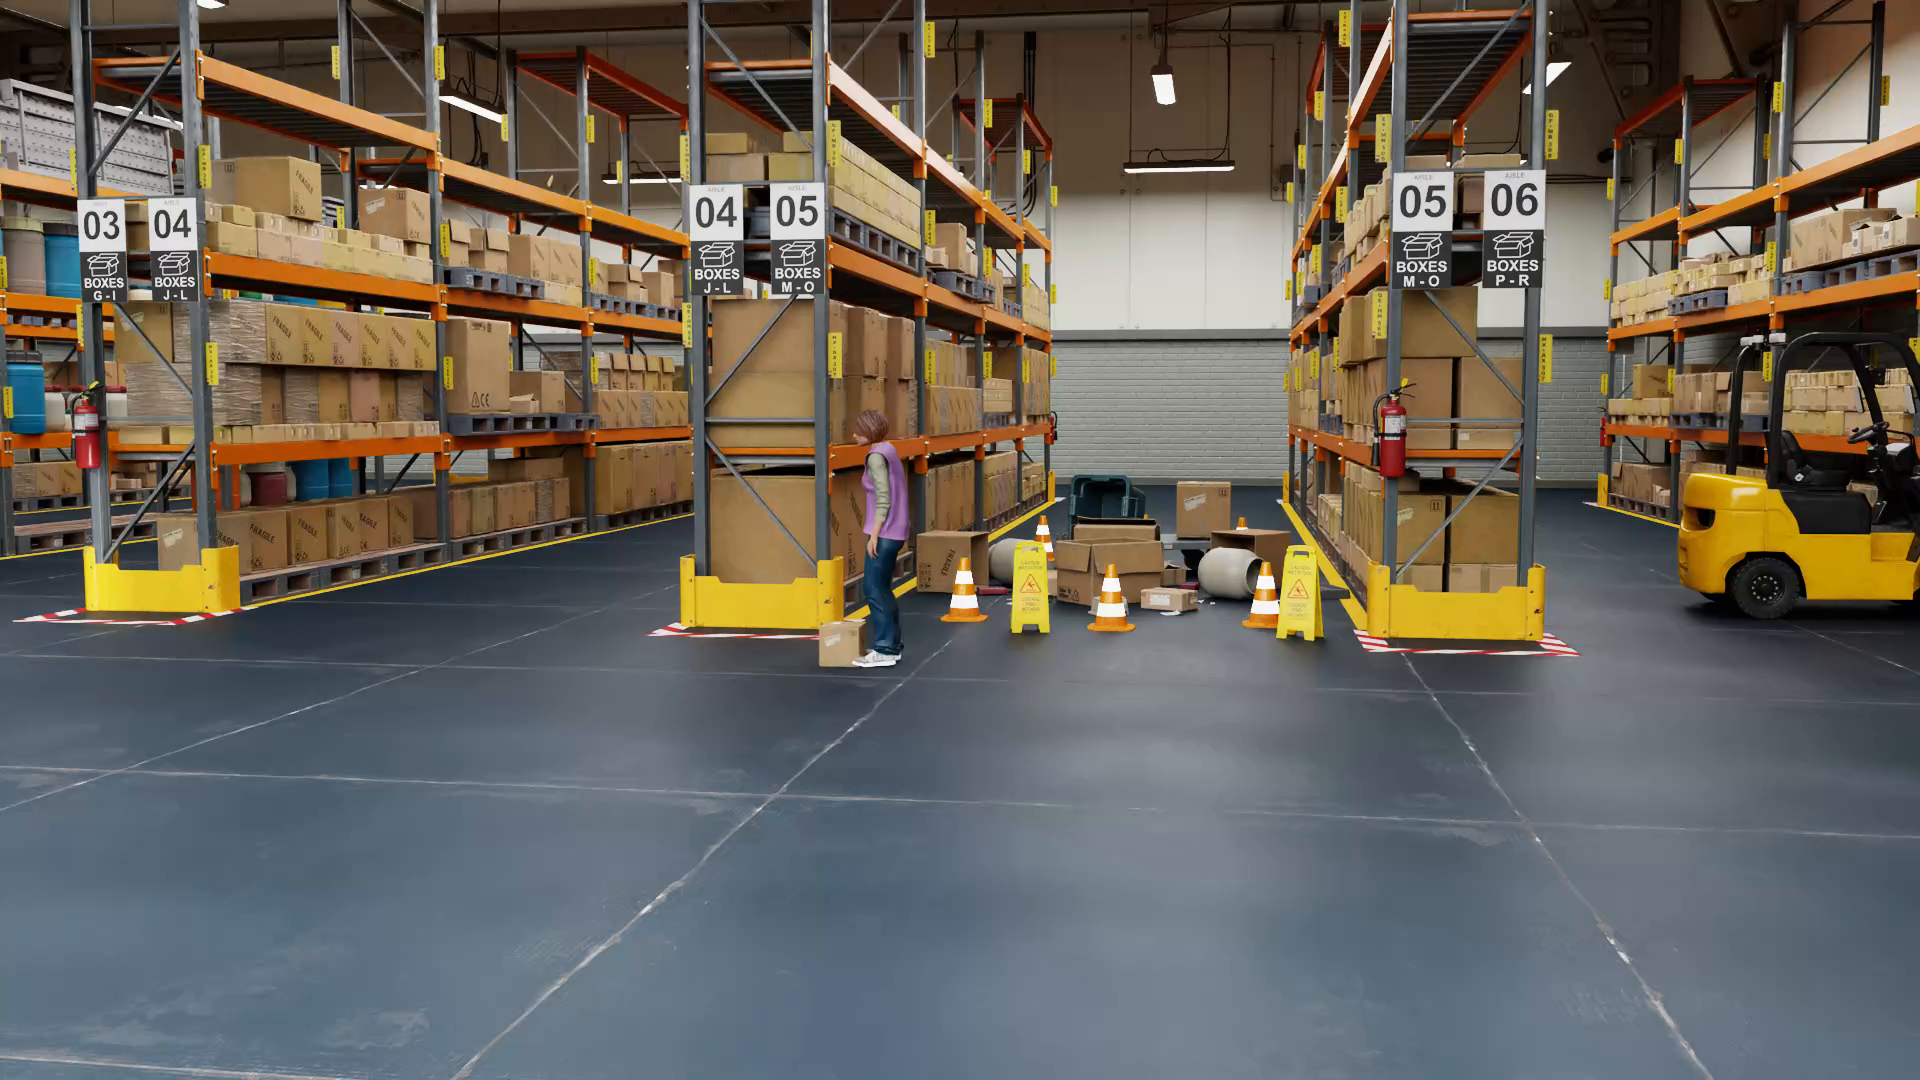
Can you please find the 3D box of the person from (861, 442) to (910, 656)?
[{"bbox_3d":[-0.461,0.053,10.315,0.291,1.326,0.461,0,5,5],"label":"person"}]
